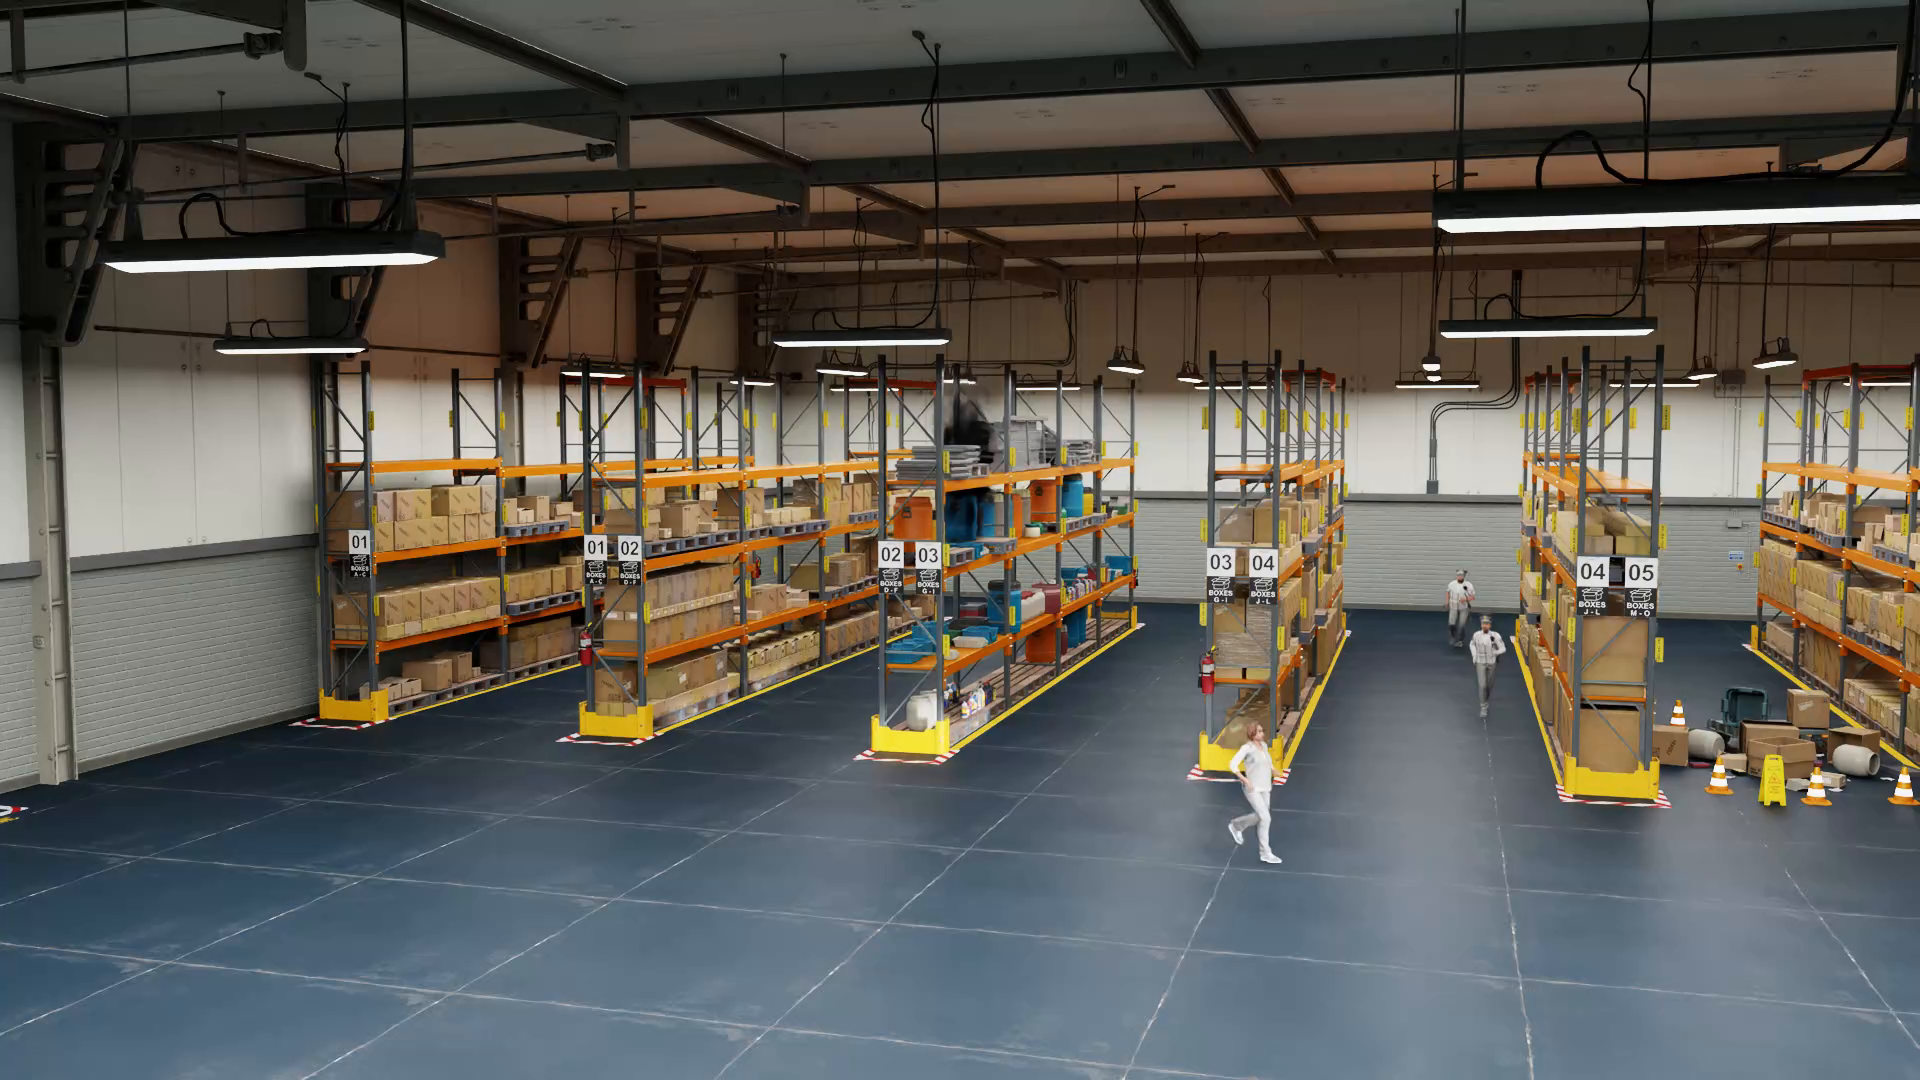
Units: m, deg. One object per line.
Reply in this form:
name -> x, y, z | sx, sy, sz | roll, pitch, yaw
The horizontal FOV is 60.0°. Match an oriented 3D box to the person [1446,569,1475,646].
person -> 11.030, 1.498, 36.728 | 0.646, 1.737, 0.629 | 2, 4, 24

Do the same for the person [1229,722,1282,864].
person -> 3.355, 2.856, 19.003 | 0.548, 1.568, 0.805 | -4, 5, -41

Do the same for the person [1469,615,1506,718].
person -> 9.013, 2.131, 28.424 | 0.603, 1.710, 0.860 | 1, 4, 18
